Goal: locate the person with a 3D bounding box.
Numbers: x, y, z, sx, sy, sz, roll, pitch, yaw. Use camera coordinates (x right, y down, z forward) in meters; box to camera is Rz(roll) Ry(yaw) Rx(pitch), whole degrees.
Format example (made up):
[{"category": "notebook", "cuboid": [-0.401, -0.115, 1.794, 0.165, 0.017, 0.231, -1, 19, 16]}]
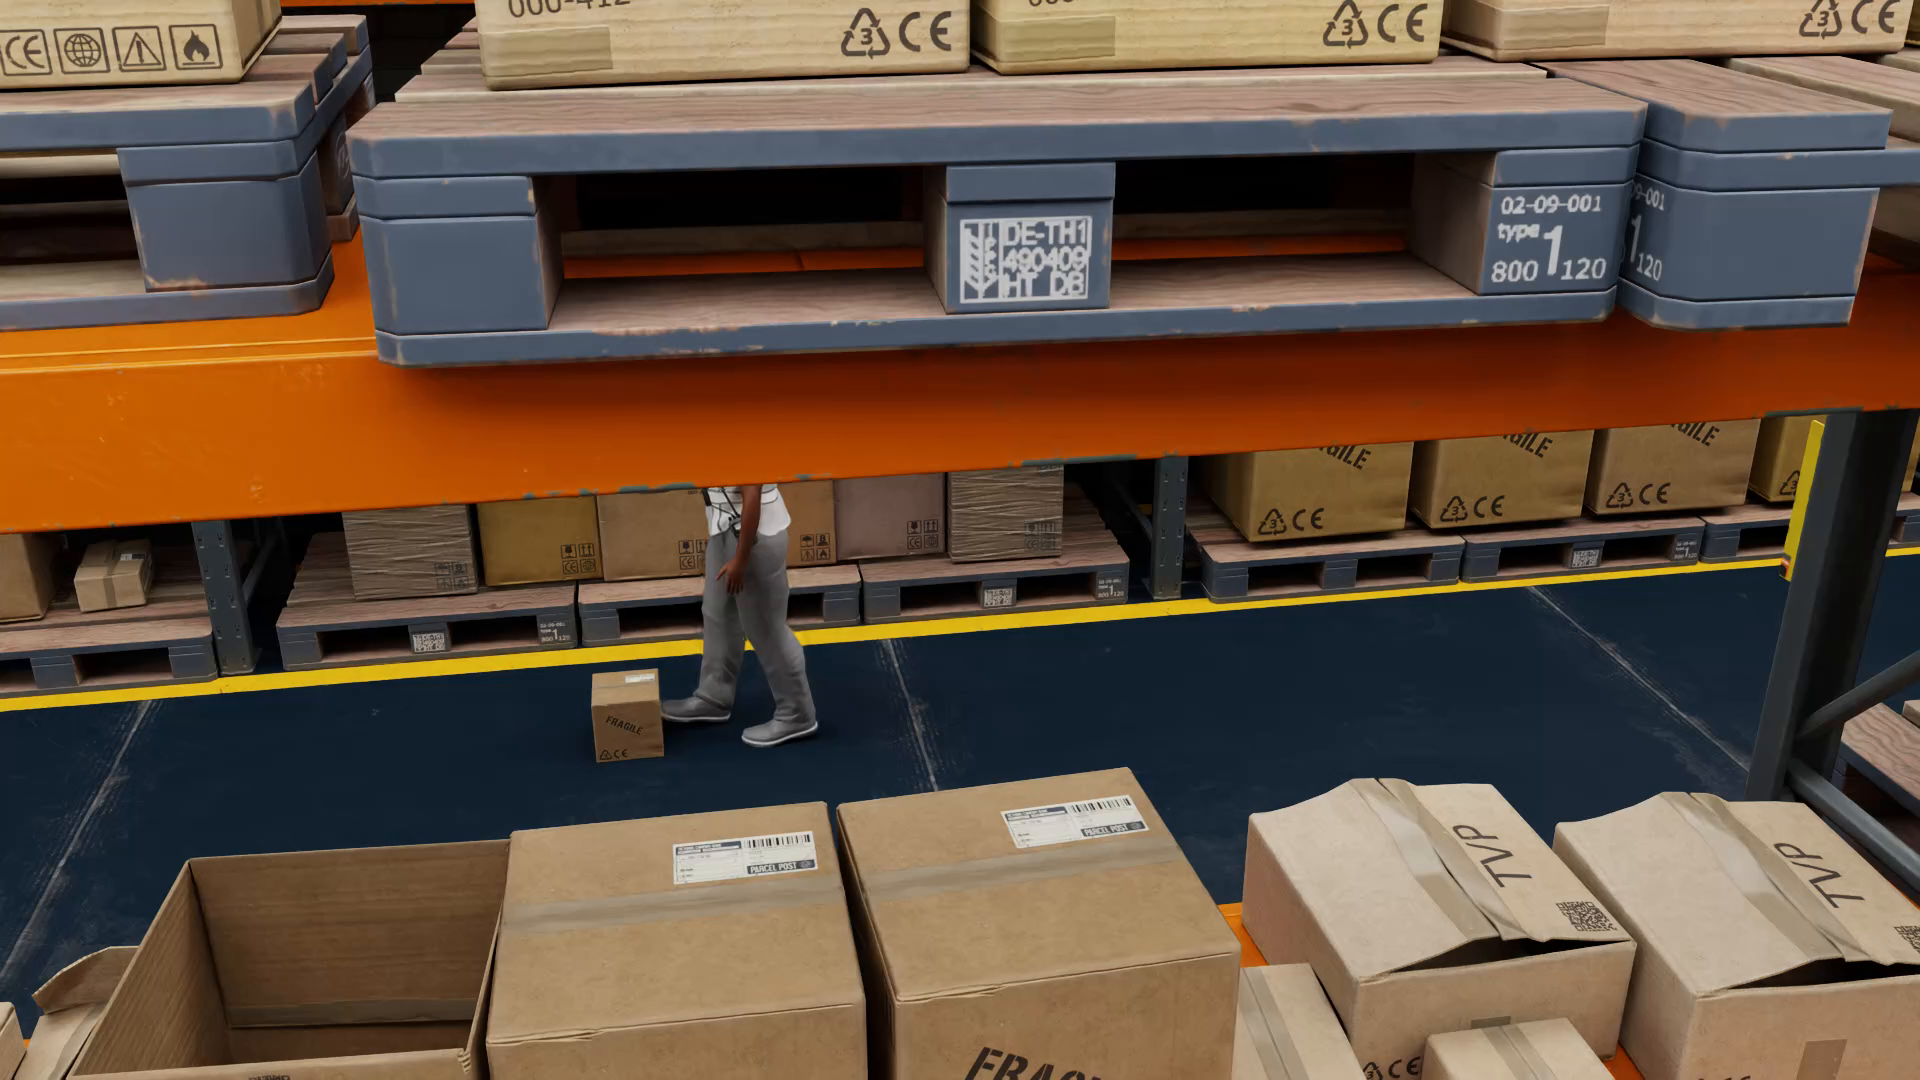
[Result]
[{"category": "person", "cuboid": [-0.866, -0.017, 6.114, 0.611, 1.688, 0.455, -4, 24, -10]}]
